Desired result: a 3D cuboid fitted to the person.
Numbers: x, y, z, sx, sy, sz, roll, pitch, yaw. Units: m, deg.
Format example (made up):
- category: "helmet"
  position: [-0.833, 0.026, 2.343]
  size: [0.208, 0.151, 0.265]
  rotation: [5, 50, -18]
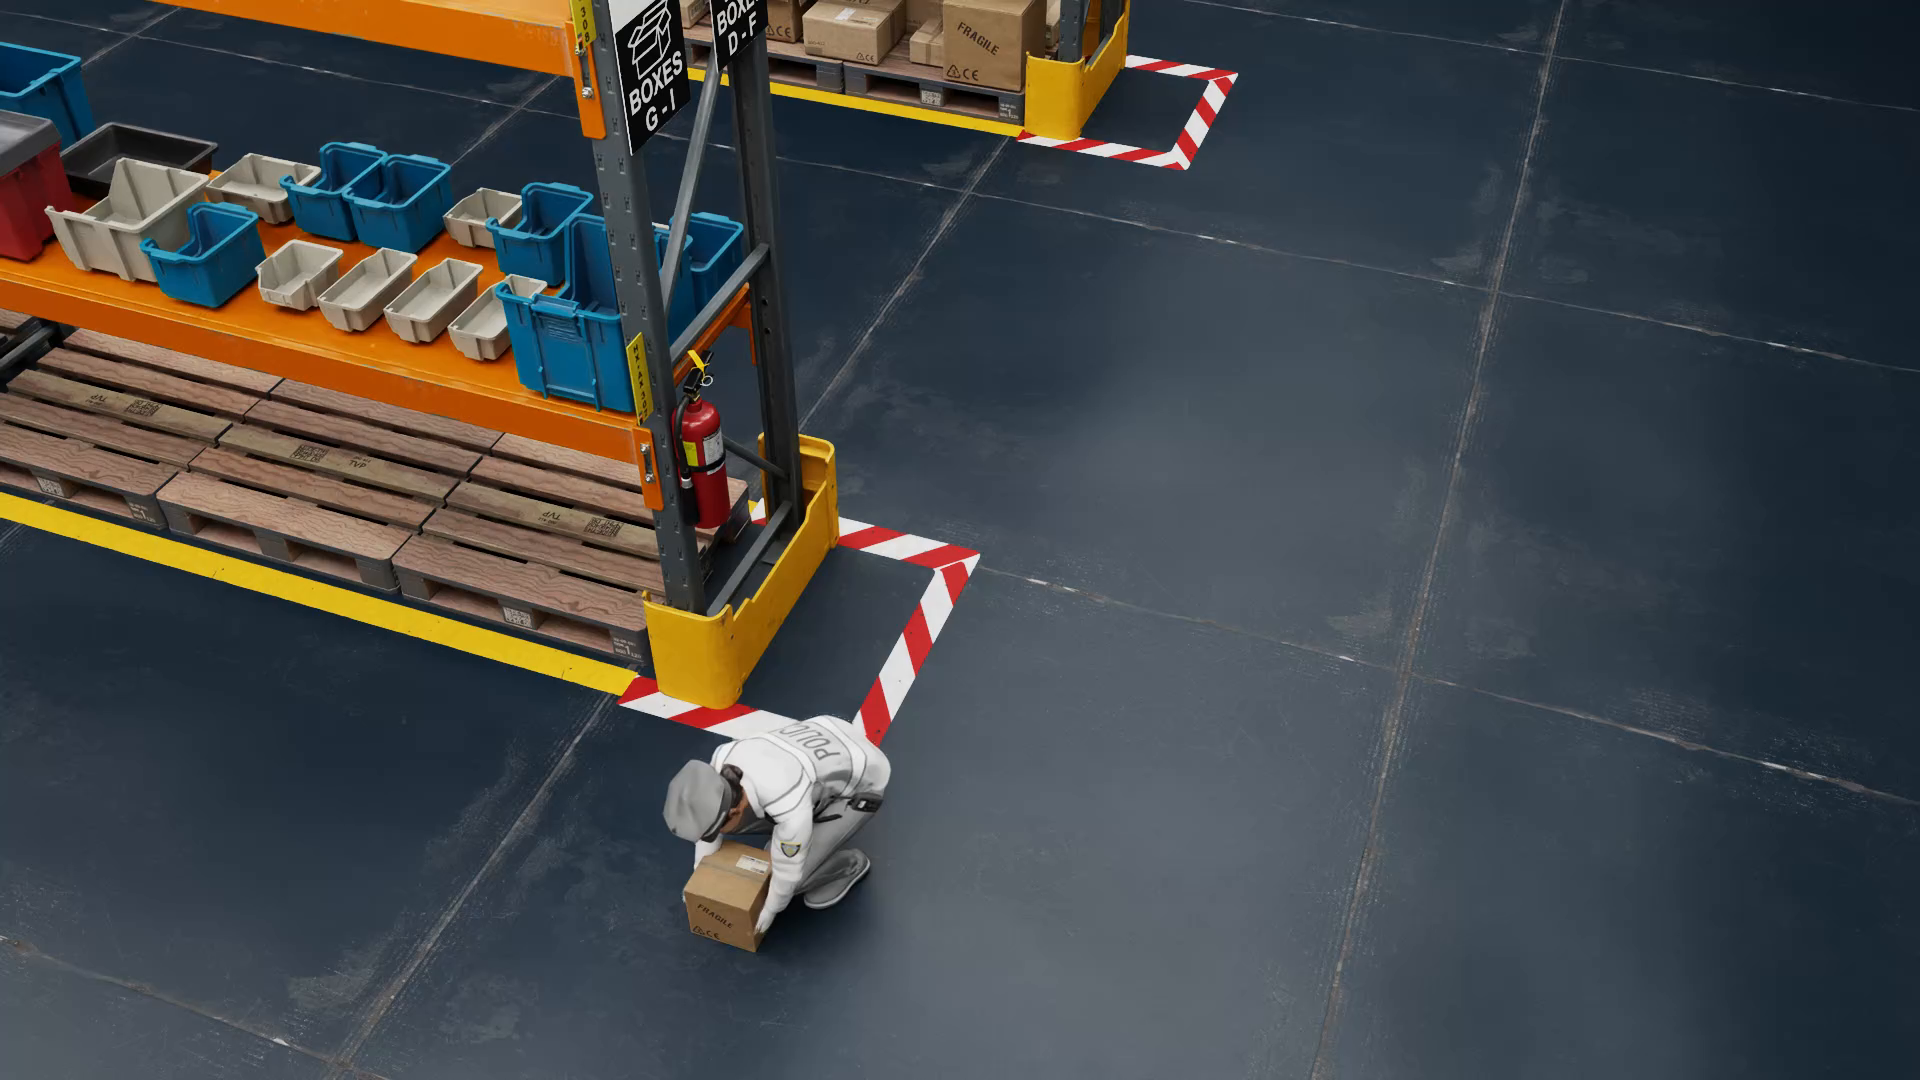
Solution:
- category: "person"
  position: [-0.626, 0.930, 5.717]
  size: [0.851, 0.876, 0.482]
  rotation: [-28, 49, -28]
